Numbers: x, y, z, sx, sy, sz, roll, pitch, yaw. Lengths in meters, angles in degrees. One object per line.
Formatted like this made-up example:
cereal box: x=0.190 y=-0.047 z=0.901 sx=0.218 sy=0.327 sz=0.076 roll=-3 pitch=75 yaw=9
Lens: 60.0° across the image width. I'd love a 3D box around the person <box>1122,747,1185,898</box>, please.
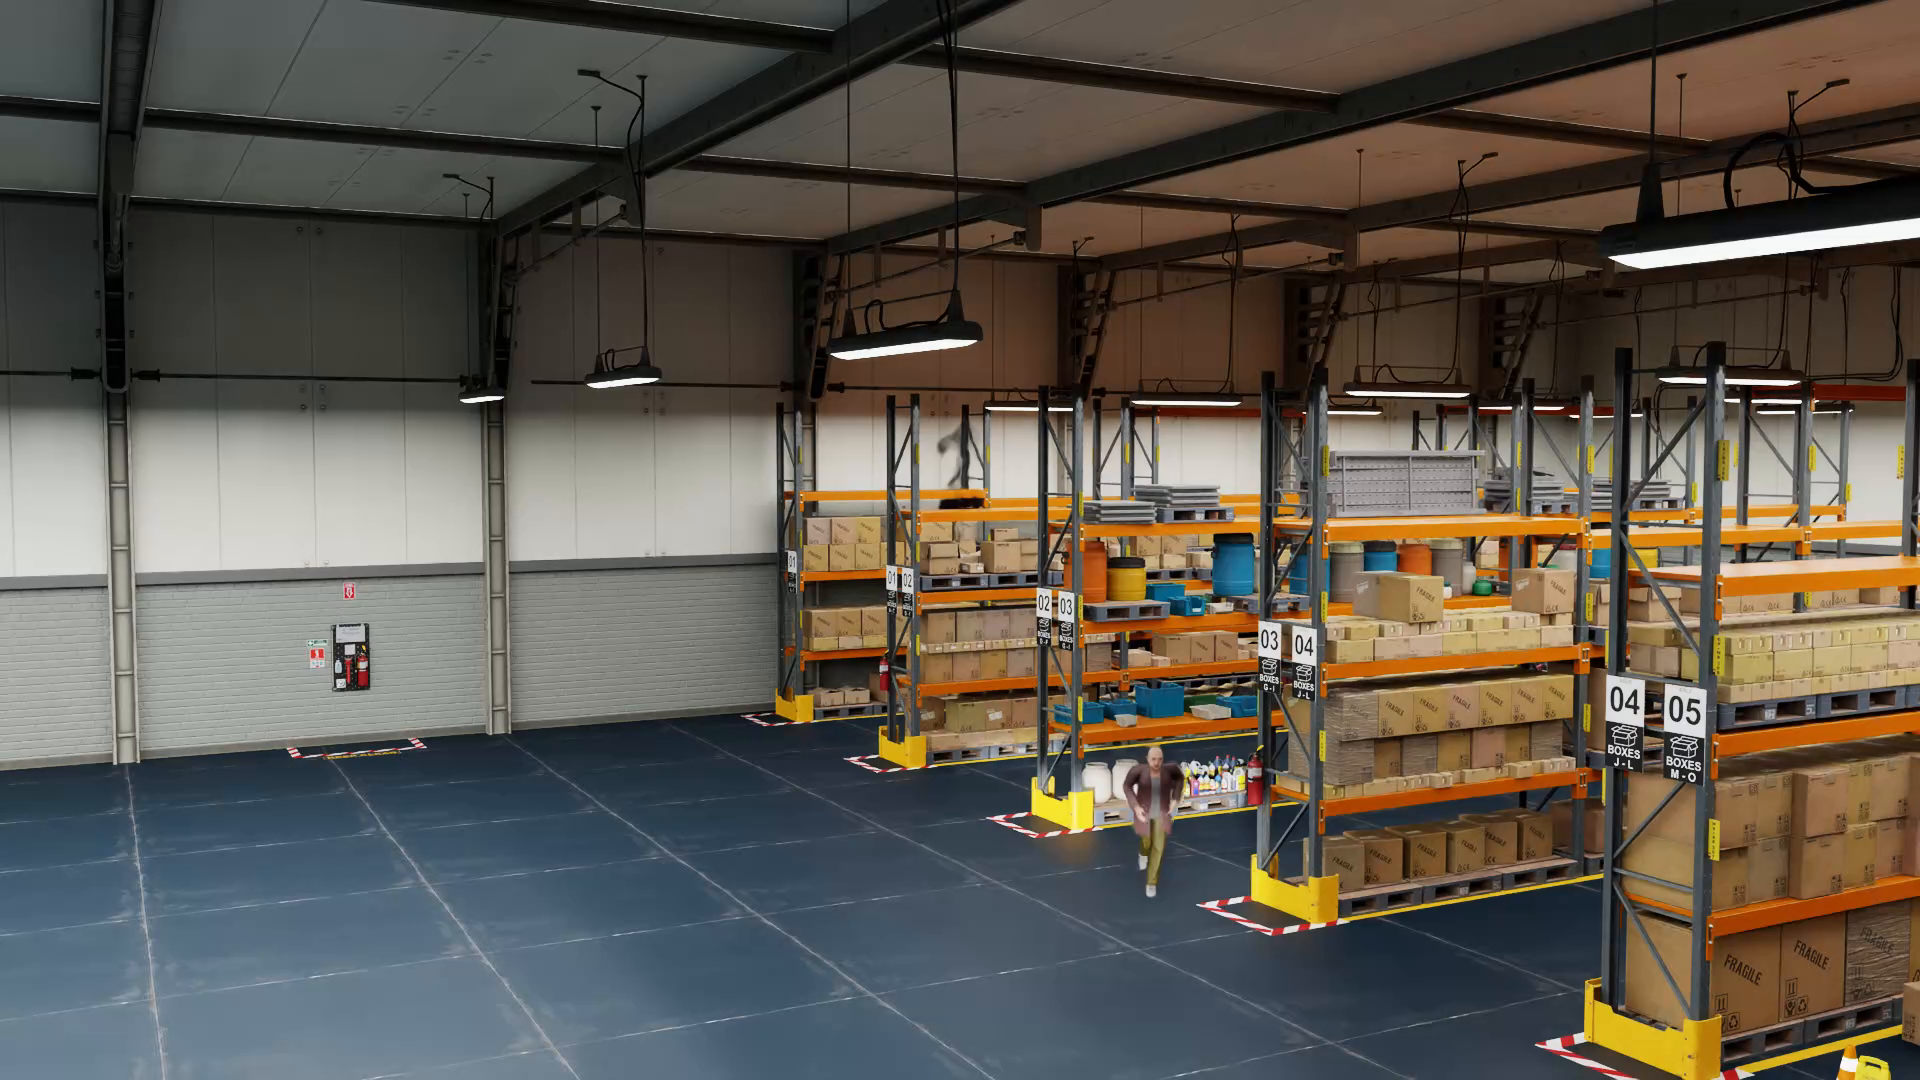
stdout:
person: x=2.247 y=3.228 z=19.491 sx=0.733 sy=1.742 sz=1.048 roll=0 pitch=3 yaw=-4
